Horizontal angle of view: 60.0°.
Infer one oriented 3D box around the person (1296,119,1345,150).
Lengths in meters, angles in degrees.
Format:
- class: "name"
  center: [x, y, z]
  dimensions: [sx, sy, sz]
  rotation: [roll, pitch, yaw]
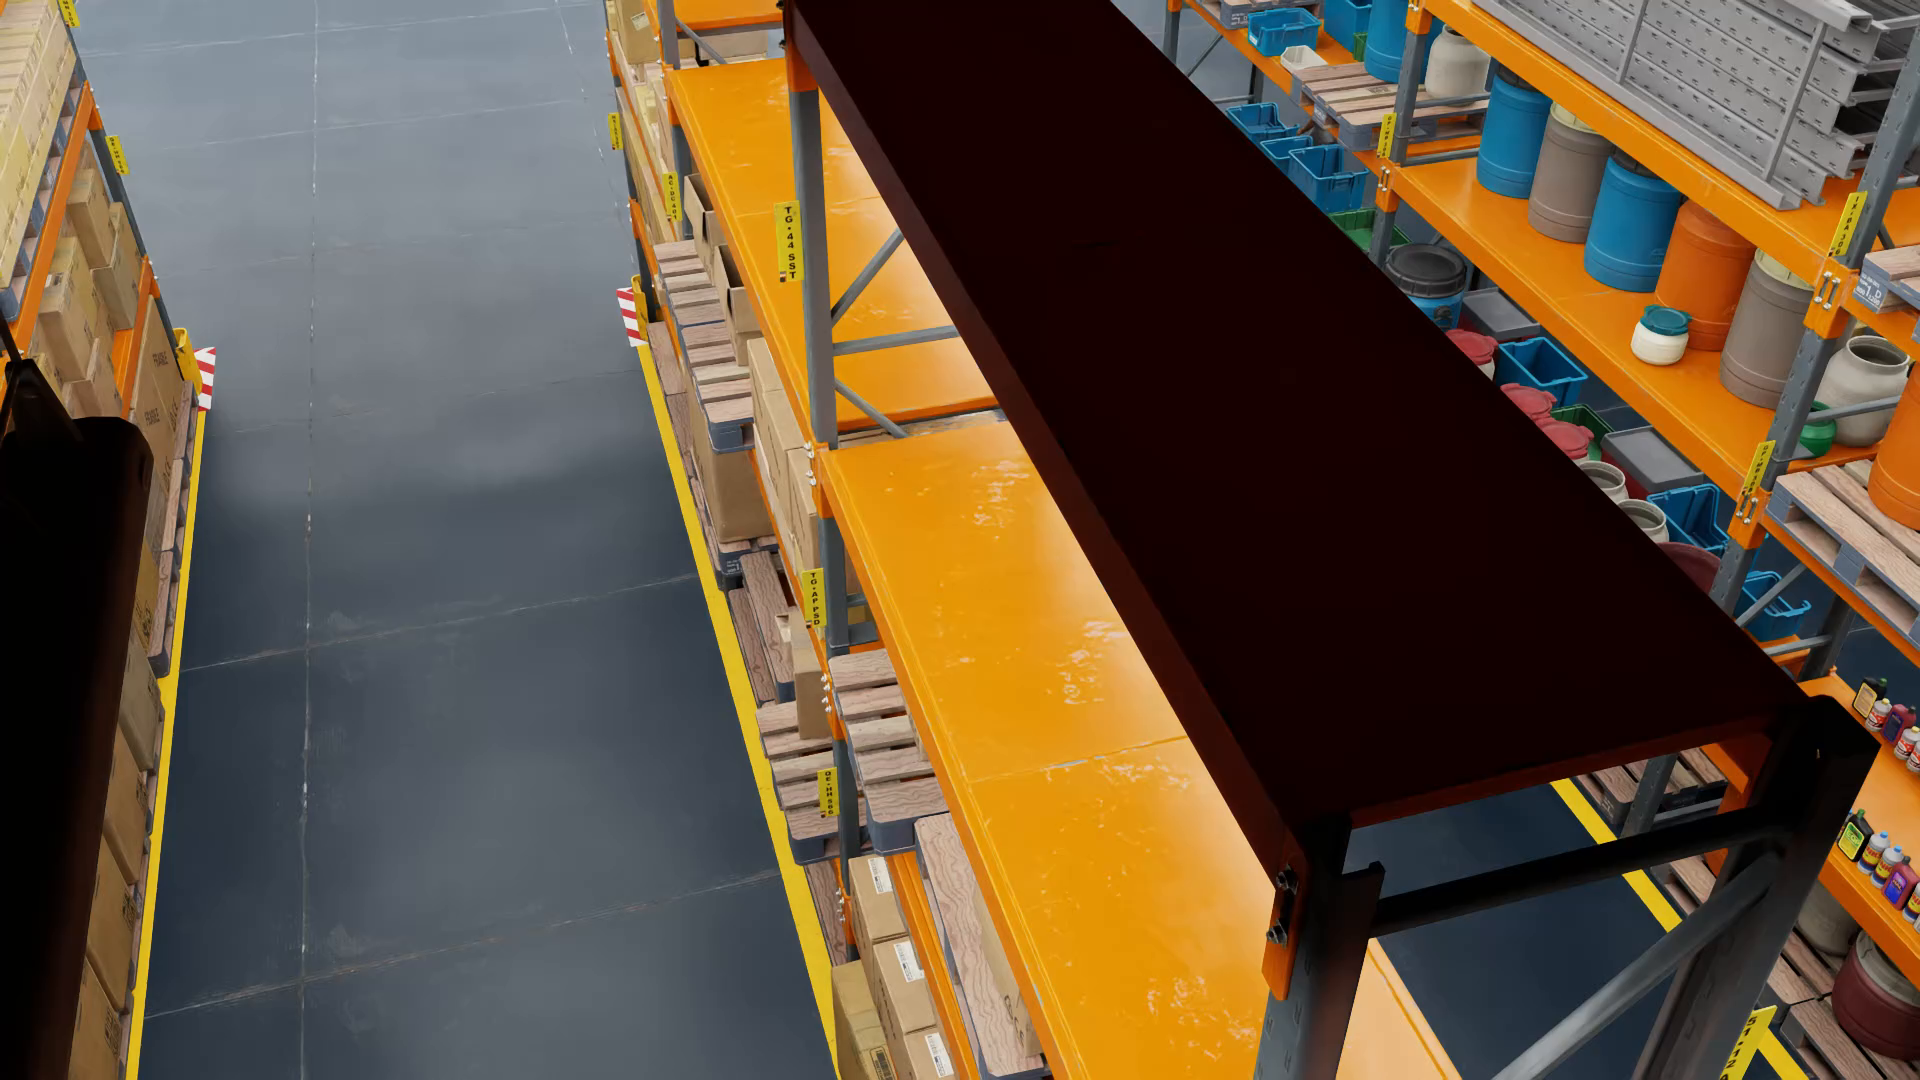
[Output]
- class: "person"
  center: [3.564, -4.081, 16.702]
  dimensions: [0.475, 1.650, 0.811]
  rotation: [-26, 45, -29]
